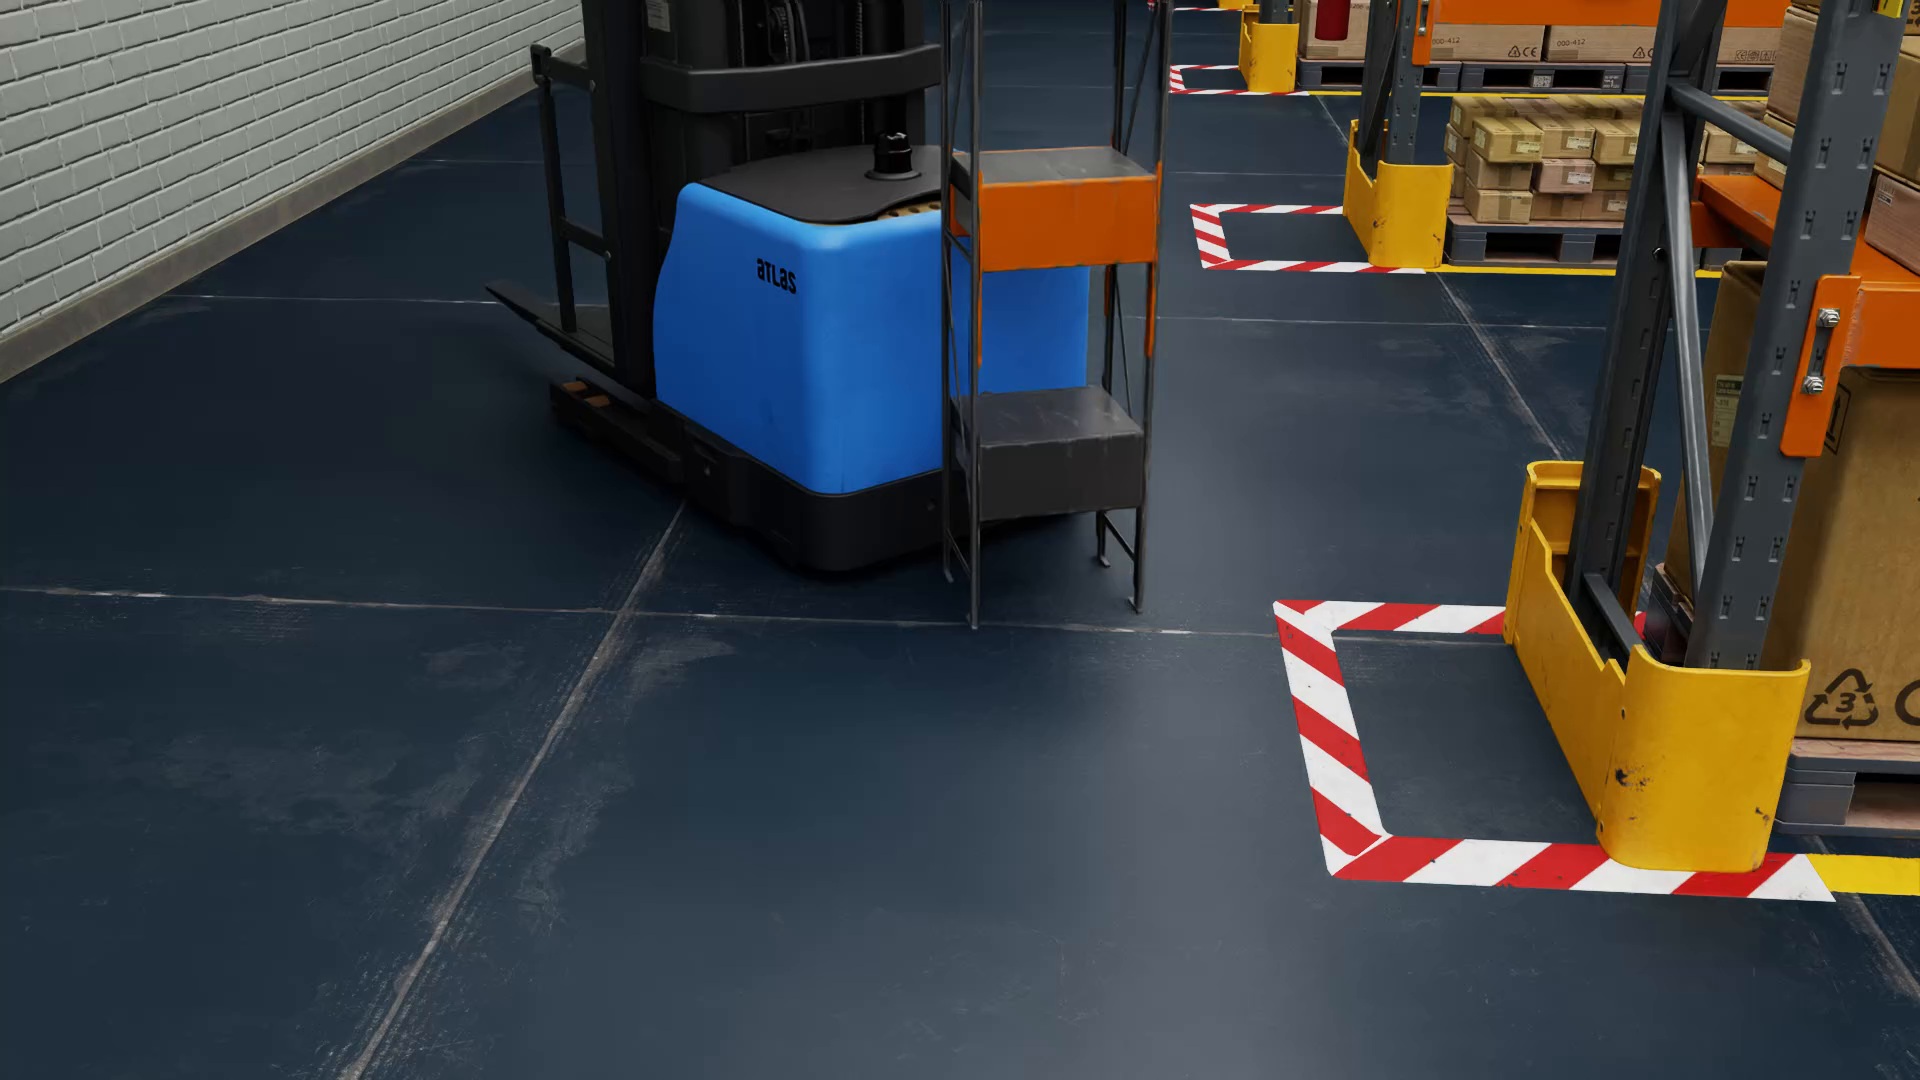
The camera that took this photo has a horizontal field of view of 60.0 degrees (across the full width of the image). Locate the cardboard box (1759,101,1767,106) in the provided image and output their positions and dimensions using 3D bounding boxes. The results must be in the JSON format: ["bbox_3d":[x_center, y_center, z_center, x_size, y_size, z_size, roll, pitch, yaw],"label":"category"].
[{"bbox_3d":[4.265,-2.135,8.499,0.250,0.149,0.380,2,25,4],"label":"cardboard box"}]

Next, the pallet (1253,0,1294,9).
[{"bbox_3d":[3.686,-5.780,17.560,1.213,0.211,1.003,2,25,4],"label":"pallet"}]

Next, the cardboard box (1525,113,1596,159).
[{"bbox_3d":[2.941,-1.988,8.179,0.250,0.149,0.380,2,25,5],"label":"cardboard box"}]

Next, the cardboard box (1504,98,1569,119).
[{"bbox_3d":[2.954,-2.162,8.557,0.250,0.149,0.380,2,25,5],"label":"cardboard box"}]

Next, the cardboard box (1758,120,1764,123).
[{"bbox_3d":[3.971,-1.913,8.016,0.250,0.149,0.380,2,25,5],"label":"cardboard box"}]

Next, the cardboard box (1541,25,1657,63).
[{"bbox_3d":[4.917,-3.998,12.913,0.875,0.438,0.875,1,25,2],"label":"cardboard box"}]

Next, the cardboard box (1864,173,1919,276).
[{"bbox_3d":[2.009,-0.612,3.293,0.250,0.149,0.380,2,25,5],"label":"cardboard box"}]

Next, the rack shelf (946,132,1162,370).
[{"bbox_3d":[0.236,-0.788,4.482,0.480,0.518,0.431,-5,25,-11],"label":"rack shelf"}]

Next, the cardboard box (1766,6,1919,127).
[{"bbox_3d":[2.184,-1.038,3.740,0.500,0.250,0.500,1,25,3],"label":"cardboard box"}]

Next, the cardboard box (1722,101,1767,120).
[{"bbox_3d":[4.002,-2.132,8.491,0.250,0.149,0.380,1,25,2],"label":"cardboard box"}]

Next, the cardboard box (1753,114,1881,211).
[{"bbox_3d":[2.061,-0.887,3.890,0.250,0.149,0.380,2,25,5],"label":"cardboard box"}]

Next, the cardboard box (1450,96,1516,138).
[{"bbox_3d":[2.708,-2.194,8.626,0.250,0.149,0.380,2,25,5],"label":"cardboard box"}]

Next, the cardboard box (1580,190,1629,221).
[{"bbox_3d":[3.174,-1.706,8.276,0.250,0.149,0.380,2,25,5],"label":"cardboard box"}]

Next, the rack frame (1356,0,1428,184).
[{"bbox_3d":[2.161,-2.939,8.050,0.127,3.000,1.000,2,25,4],"label":"rack frame"}]

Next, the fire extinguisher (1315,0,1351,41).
[{"bbox_3d":[1.945,-2.935,8.579,0.183,0.674,0.296,2,25,4],"label":"fire extinguisher"}]

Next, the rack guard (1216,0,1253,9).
[{"bbox_3d":[2.891,-5.937,17.554,0.348,0.500,1.175,2,25,4],"label":"rack guard"}]

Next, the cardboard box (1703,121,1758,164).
[{"bbox_3d":[3.712,-1.941,8.076,0.250,0.149,0.380,3,25,6],"label":"cardboard box"}]

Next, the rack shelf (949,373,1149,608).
[{"bbox_3d":[0.236,-0.152,4.775,0.480,0.518,0.431,-5,25,-11],"label":"rack shelf"}]

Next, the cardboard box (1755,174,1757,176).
[{"bbox_3d":[3.976,-1.830,8.190,0.250,0.149,0.380,3,25,7],"label":"cardboard box"}]

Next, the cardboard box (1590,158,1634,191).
[{"bbox_3d":[3.183,-1.843,8.220,0.250,0.149,0.380,2,25,5],"label":"cardboard box"}]

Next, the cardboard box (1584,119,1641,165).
[{"bbox_3d":[3.183,-1.927,8.046,0.250,0.149,0.380,2,25,4],"label":"cardboard box"}]

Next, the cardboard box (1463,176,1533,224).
[{"bbox_3d":[2.659,-1.685,8.232,0.250,0.149,0.380,2,25,5],"label":"cardboard box"}]

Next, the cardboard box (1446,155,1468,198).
[{"bbox_3d":[2.702,-1.905,8.710,0.250,0.149,0.380,2,25,5],"label":"cardboard box"}]

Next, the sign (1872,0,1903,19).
[{"bbox_3d":[1.632,-1.074,2.864,0.005,0.325,0.100,2,25,4],"label":"sign"}]

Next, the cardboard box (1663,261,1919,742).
[{"bbox_3d":[2.325,-0.114,3.949,0.875,0.875,0.875,2,25,4],"label":"cardboard box"}]

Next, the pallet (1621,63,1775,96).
[{"bbox_3d":[5.675,-3.668,12.969,1.213,0.211,1.003,2,25,4],"label":"pallet"}]

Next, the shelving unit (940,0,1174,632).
[{"bbox_3d":[0.236,-0.800,4.477,0.503,2.100,0.431,-5,25,-11],"label":"shelving unit"}]

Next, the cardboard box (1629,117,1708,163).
[{"bbox_3d":[3.436,-1.953,8.103,0.250,0.149,0.380,1,25,1],"label":"cardboard box"}]

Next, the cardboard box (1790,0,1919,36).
[{"bbox_3d":[2.186,-1.377,3.581,0.500,0.500,0.500,2,25,5],"label":"cardboard box"}]

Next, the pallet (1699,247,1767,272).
[{"bbox_3d":[4.257,-1.589,8.452,1.213,0.211,1.003,2,25,4],"label":"pallet"}]

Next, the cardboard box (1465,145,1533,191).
[{"bbox_3d":[2.663,-1.847,8.227,0.250,0.149,0.380,3,25,6],"label":"cardboard box"}]

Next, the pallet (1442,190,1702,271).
[{"bbox_3d":[3.044,-1.630,8.539,1.213,0.211,1.003,2,25,4],"label":"pallet"}]

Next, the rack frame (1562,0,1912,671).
[{"bbox_3d":[1.680,-0.875,3.564,0.127,3.000,1.000,2,25,4],"label":"rack frame"}]

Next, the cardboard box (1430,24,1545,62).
[{"bbox_3d":[4.018,-4.027,12.977,0.875,0.438,0.875,2,25,5],"label":"cardboard box"}]

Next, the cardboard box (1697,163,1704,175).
[{"bbox_3d":[3.431,-1.790,8.104,0.250,0.149,0.380,3,25,6],"label":"cardboard box"}]

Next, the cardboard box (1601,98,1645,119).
[{"bbox_3d":[3.475,-2.172,8.578,0.250,0.149,0.380,1,25,2],"label":"cardboard box"}]

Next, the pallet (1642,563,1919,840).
[{"bbox_3d":[2.483,0.384,4.162,1.213,0.211,1.003,2,25,4],"label":"pallet"}]

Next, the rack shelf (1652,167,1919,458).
[{"bbox_3d":[3.674,-0.485,3.575,4.000,0.370,1.077,2,25,4],"label":"rack shelf"}]

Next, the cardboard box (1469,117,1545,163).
[{"bbox_3d":[2.657,-1.947,8.089,0.250,0.149,0.380,1,25,2],"label":"cardboard box"}]

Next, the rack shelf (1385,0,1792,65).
[{"bbox_3d":[4.155,-2.549,8.061,4.000,0.370,1.077,2,25,4],"label":"rack shelf"}]

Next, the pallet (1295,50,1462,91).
[{"bbox_3d":[3.242,-3.746,13.139,1.213,0.211,1.003,2,25,4],"label":"pallet"}]

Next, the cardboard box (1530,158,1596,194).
[{"bbox_3d":[2.932,-1.814,8.157,0.250,0.149,0.380,2,25,4],"label":"cardboard box"}]

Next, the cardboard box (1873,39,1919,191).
[{"bbox_3d":[2.138,-0.815,3.255,0.500,0.250,0.500,1,25,3],"label":"cardboard box"}]

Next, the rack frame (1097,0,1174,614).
[{"bbox_3d":[0.474,-0.822,4.525,0.015,2.100,0.400,-5,25,-11],"label":"rack frame"}]

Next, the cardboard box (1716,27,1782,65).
[{"bbox_3d":[5.809,-3.969,12.851,0.875,0.438,0.875,1,25,3],"label":"cardboard box"}]

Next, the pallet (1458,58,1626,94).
[{"bbox_3d":[4.455,-3.706,13.051,1.213,0.211,1.003,2,25,4],"label":"pallet"}]

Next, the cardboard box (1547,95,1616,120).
[{"bbox_3d":[3.222,-2.207,8.654,0.250,0.149,0.380,1,25,3],"label":"cardboard box"}]

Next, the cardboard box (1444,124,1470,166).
[{"bbox_3d":[2.709,-2.072,8.718,0.250,0.149,0.380,1,25,3],"label":"cardboard box"}]

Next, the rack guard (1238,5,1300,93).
[{"bbox_3d":[2.415,-3.871,13.065,0.348,0.500,1.175,2,25,4],"label":"rack guard"}]

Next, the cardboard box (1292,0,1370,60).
[{"bbox_3d":[3.105,-4.053,13.033,0.875,0.438,0.875,1,25,2],"label":"cardboard box"}]

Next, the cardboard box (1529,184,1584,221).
[{"bbox_3d":[2.926,-1.711,8.288,0.250,0.149,0.380,2,25,4],"label":"cardboard box"}]

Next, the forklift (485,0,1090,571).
[{"bbox_3d":[-0.862,-1.796,5.646,1.130,2.935,3.031,-17,30,-33],"label":"forklift"}]

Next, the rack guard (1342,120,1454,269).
[{"bbox_3d":[2.236,-1.801,8.567,0.348,0.500,1.175,2,25,4],"label":"rack guard"}]

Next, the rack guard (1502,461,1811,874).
[{"bbox_3d":[1.656,0.259,4.088,0.348,0.500,1.175,2,25,4],"label":"rack guard"}]

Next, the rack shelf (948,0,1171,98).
[{"bbox_3d":[0.236,-1.423,4.190,0.480,0.518,0.431,-5,25,-11],"label":"rack shelf"}]

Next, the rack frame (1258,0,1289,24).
[{"bbox_3d":[2.439,-5.006,12.540,0.127,3.000,1.000,2,25,4],"label":"rack frame"}]

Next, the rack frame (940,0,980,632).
[{"bbox_3d":[-0.002,-0.778,4.428,0.015,2.100,0.400,-5,25,-11],"label":"rack frame"}]
